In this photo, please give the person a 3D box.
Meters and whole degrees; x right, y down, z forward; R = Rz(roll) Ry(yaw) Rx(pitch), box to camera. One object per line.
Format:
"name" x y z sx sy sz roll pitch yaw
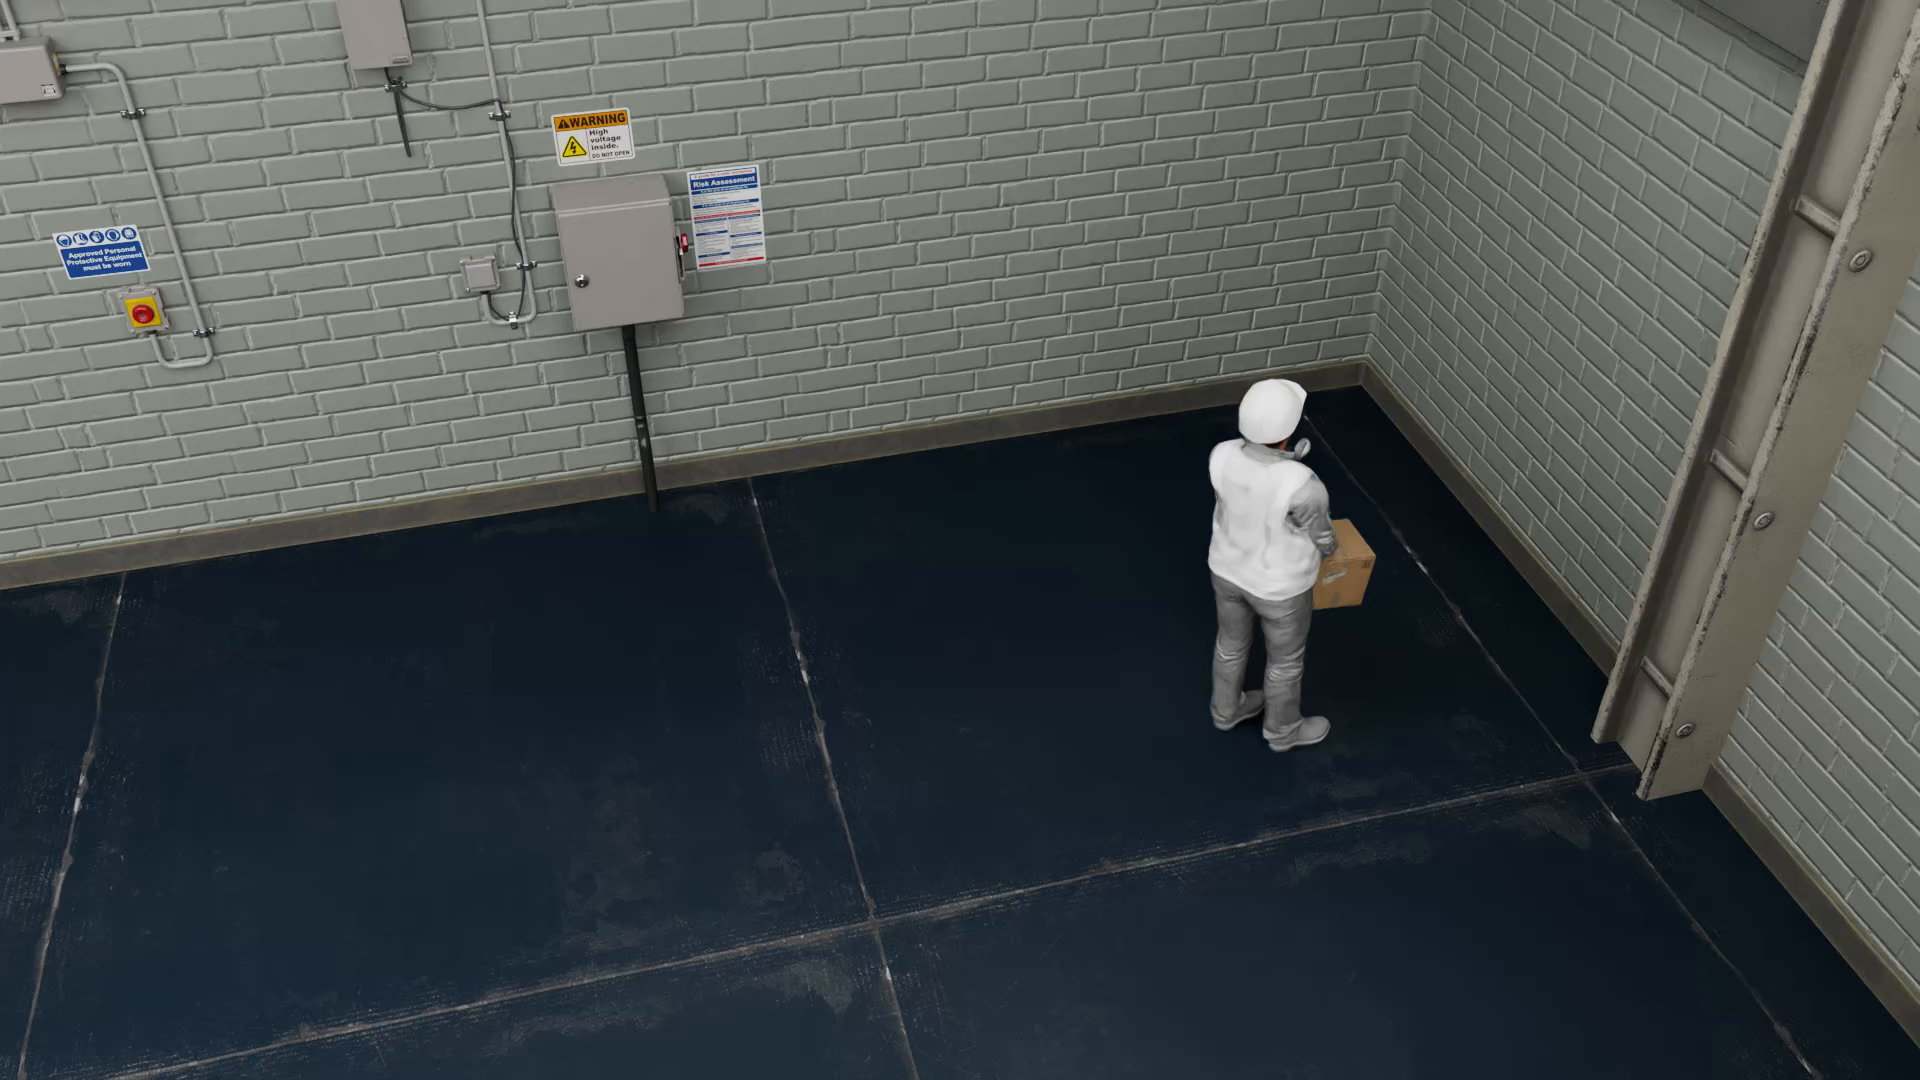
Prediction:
"person" 1.238 0.097 6.562 0.566 1.775 0.504 28 46 31
